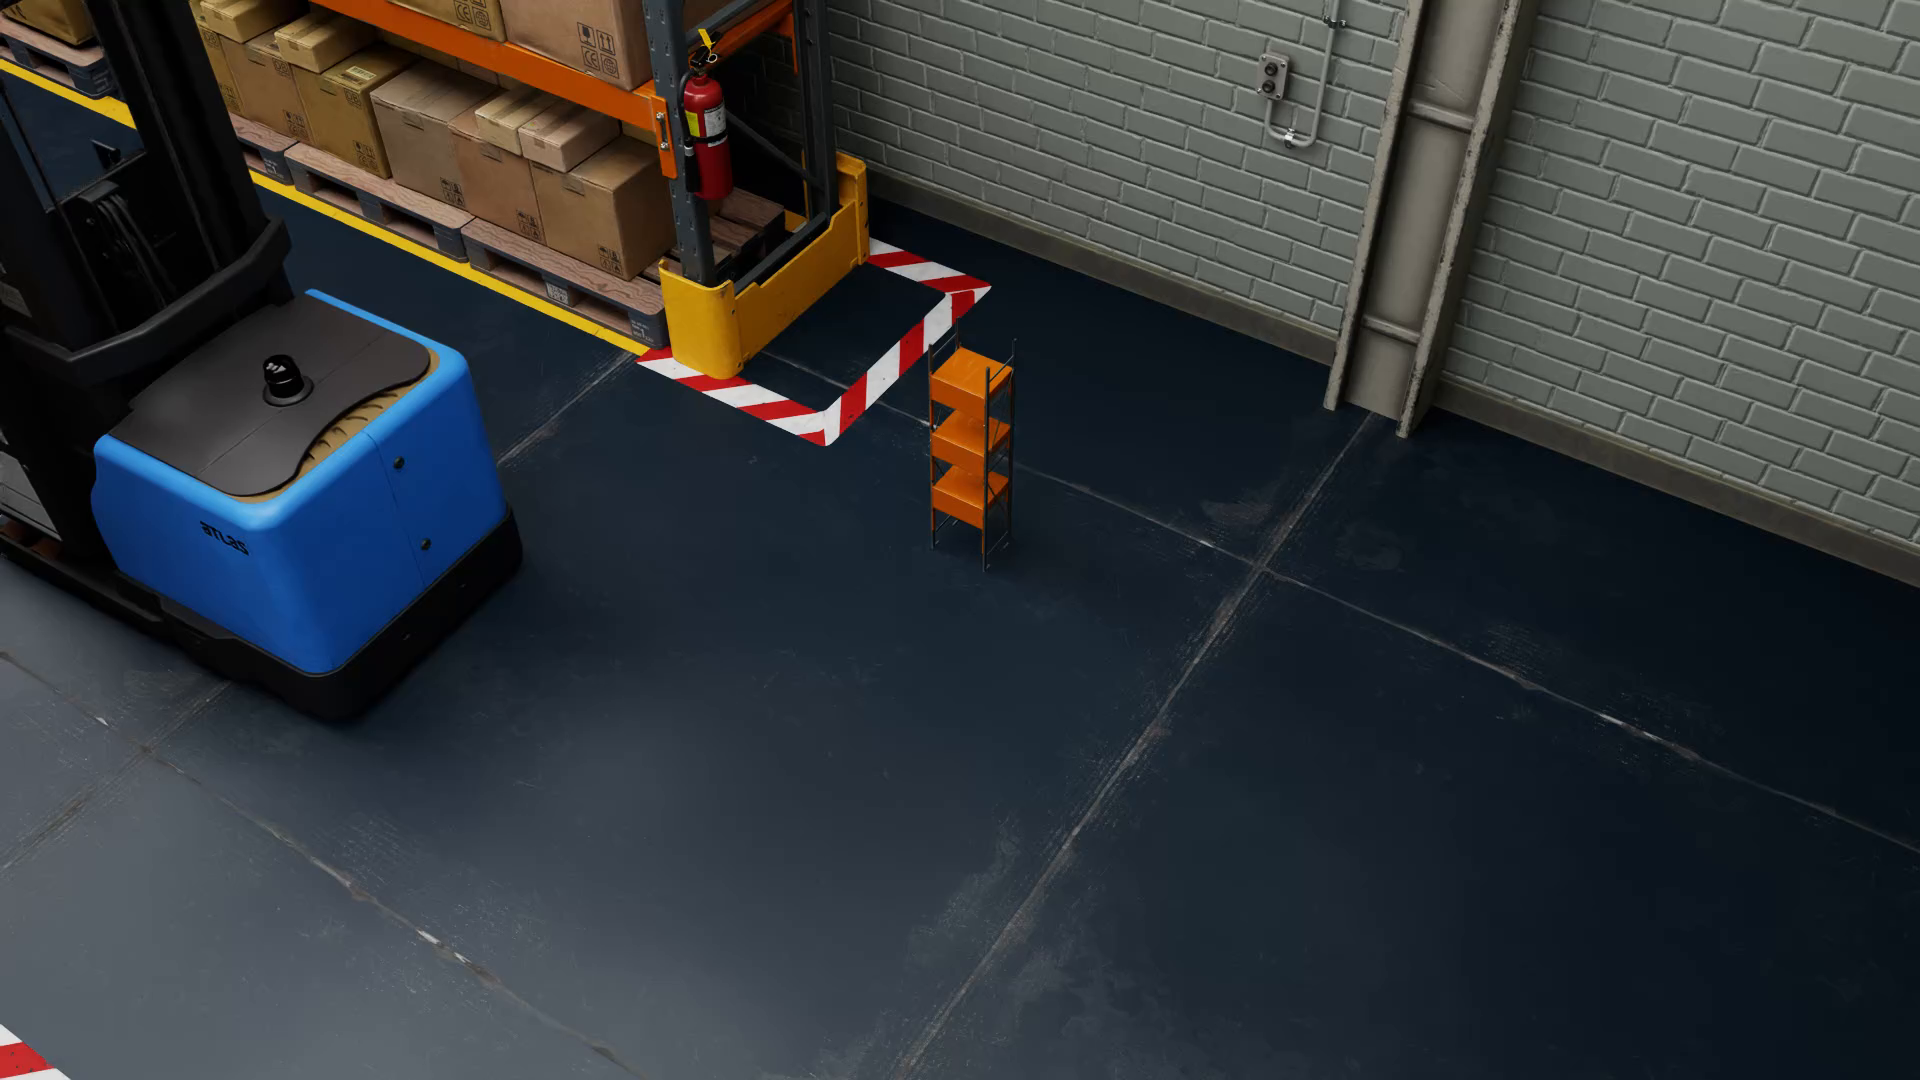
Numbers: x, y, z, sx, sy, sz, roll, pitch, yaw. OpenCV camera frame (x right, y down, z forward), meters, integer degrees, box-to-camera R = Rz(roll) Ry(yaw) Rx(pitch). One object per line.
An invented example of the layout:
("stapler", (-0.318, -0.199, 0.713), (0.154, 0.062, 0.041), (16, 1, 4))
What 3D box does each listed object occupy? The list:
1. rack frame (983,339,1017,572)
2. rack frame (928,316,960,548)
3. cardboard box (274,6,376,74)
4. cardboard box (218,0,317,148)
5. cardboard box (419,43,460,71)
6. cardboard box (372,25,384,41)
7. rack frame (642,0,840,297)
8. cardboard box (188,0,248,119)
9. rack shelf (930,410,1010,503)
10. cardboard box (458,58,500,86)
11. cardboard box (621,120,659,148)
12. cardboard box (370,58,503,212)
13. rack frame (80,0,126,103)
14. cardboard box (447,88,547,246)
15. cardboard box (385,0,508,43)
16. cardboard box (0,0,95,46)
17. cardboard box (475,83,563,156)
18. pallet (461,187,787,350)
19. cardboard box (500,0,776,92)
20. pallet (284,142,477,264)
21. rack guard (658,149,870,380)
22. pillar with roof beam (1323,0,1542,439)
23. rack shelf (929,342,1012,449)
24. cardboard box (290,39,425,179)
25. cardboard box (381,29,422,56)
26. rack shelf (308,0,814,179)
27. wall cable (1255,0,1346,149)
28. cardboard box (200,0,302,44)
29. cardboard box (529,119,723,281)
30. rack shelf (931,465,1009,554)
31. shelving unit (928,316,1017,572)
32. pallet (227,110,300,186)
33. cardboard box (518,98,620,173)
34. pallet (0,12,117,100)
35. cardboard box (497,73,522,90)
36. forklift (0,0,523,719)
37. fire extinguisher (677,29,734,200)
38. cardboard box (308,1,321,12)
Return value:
("rack frame", (0.148, -0.298, 6.307), (0.008, 1.050, 0.200), (25, 51, 22))
("rack frame", (-0.058, -0.392, 6.399), (0.008, 1.050, 0.200), (25, 51, 22))
("cardboard box", (-3.057, -2.427, 8.014), (0.250, 0.149, 0.380), (23, 50, 21))
("cardboard box", (-3.265, -2.449, 8.488), (0.500, 0.500, 0.700), (24, 51, 22))
("cardboard box", (-2.391, -2.447, 8.034), (0.250, 0.149, 0.380), (25, 51, 22))
("cardboard box", (-2.822, -2.645, 8.226), (0.250, 0.149, 0.380), (25, 51, 22))
("rack frame", (-0.893, -2.173, 6.770), (0.127, 3.000, 1.000), (25, 51, 22))
("cardboard box", (-3.686, -2.645, 8.679), (0.500, 0.500, 0.700), (25, 51, 23))
("rack shelf", (0.045, -0.338, 6.361), (0.240, 0.259, 0.215), (25, 51, 22))
("cardboard box", (-2.175, -2.348, 7.938), (0.250, 0.149, 0.380), (25, 51, 23))
("cardboard box", (-1.323, -1.957, 7.558), (0.250, 0.149, 0.380), (25, 51, 22))
("cardboard box", (-2.381, -2.047, 8.097), (0.500, 0.500, 0.700), (23, 50, 21))
("rack frame", (-4.260, -3.721, 8.275), (0.127, 3.000, 1.000), (25, 51, 22))
("cardboard box", (-1.958, -1.852, 7.909), (0.500, 0.500, 0.700), (25, 51, 22))
("cardboard box", (-1.946, -2.744, 7.115), (0.700, 0.700, 0.980), (24, 51, 22))
("cardboard box", (-4.878, -3.292, 9.063), (0.750, 0.750, 0.750), (25, 51, 23))
("cardboard box", (-1.958, -1.923, 7.525), (0.250, 0.149, 0.380), (26, 51, 23))
("pallet", (-1.608, -1.463, 8.025), (1.213, 0.211, 1.003), (25, 51, 22))
("cardboard box", (-1.328, -2.469, 6.848), (0.700, 0.700, 0.980), (27, 52, 24))
("pallet", (-2.631, -1.936, 8.484), (1.213, 0.211, 1.003), (25, 51, 22))
("rack guard", (-0.873, -1.292, 7.657), (0.348, 0.500, 1.175), (25, 51, 22))
("pillar with roof beam", (-0.478, -1.141, 1.584), (0.400, 9.000, 9.100), (25, 51, 22))
("rack shelf", (0.045, -0.536, 6.157), (0.240, 0.259, 0.215), (25, 51, 22))
("cardboard box", (-2.834, -2.249, 8.294), (0.500, 0.500, 0.700), (26, 51, 23))
("cardboard box", (-2.604, -2.545, 8.129), (0.250, 0.149, 0.380), (24, 50, 21))
("rack shelf", (-2.577, -2.696, 7.780), (4.000, 0.370, 1.077), (25, 51, 22))
("wall cable", (0.695, -2.602, 6.479), (1.851, 1.984, 0.084), (25, 51, 22))
("cardboard box", (-3.496, -2.629, 8.211), (0.250, 0.149, 0.380), (26, 51, 23))
("cardboard box", (-1.536, -1.659, 7.720), (0.500, 0.500, 0.700), (25, 51, 22))
("rack shelf", (0.045, -0.144, 6.560), (0.240, 0.259, 0.215), (25, 51, 22))
("shelving unit", (0.045, -0.345, 6.353), (0.252, 1.050, 0.215), (25, 51, 22))
("pallet", (-3.662, -2.408, 8.943), (1.213, 0.211, 1.003), (25, 51, 22))
("cardboard box", (-1.743, -1.824, 7.429), (0.250, 0.149, 0.380), (24, 51, 22))
("pallet", (-4.950, -3.003, 9.521), (1.213, 0.211, 1.003), (25, 51, 22))
("cardboard box", (-1.960, -2.250, 7.843), (0.250, 0.149, 0.380), (25, 51, 22))
("forklift", (-3.267, -1.171, 5.844), (3.031, 2.935, 1.130), (23, 50, 21))
("fire extinguisher", (-1.015, -1.679, 6.604), (0.183, 0.674, 0.296), (25, 51, 22))
("cardboard box", (-3.034, -2.743, 8.322), (0.250, 0.149, 0.380), (23, 50, 21))
